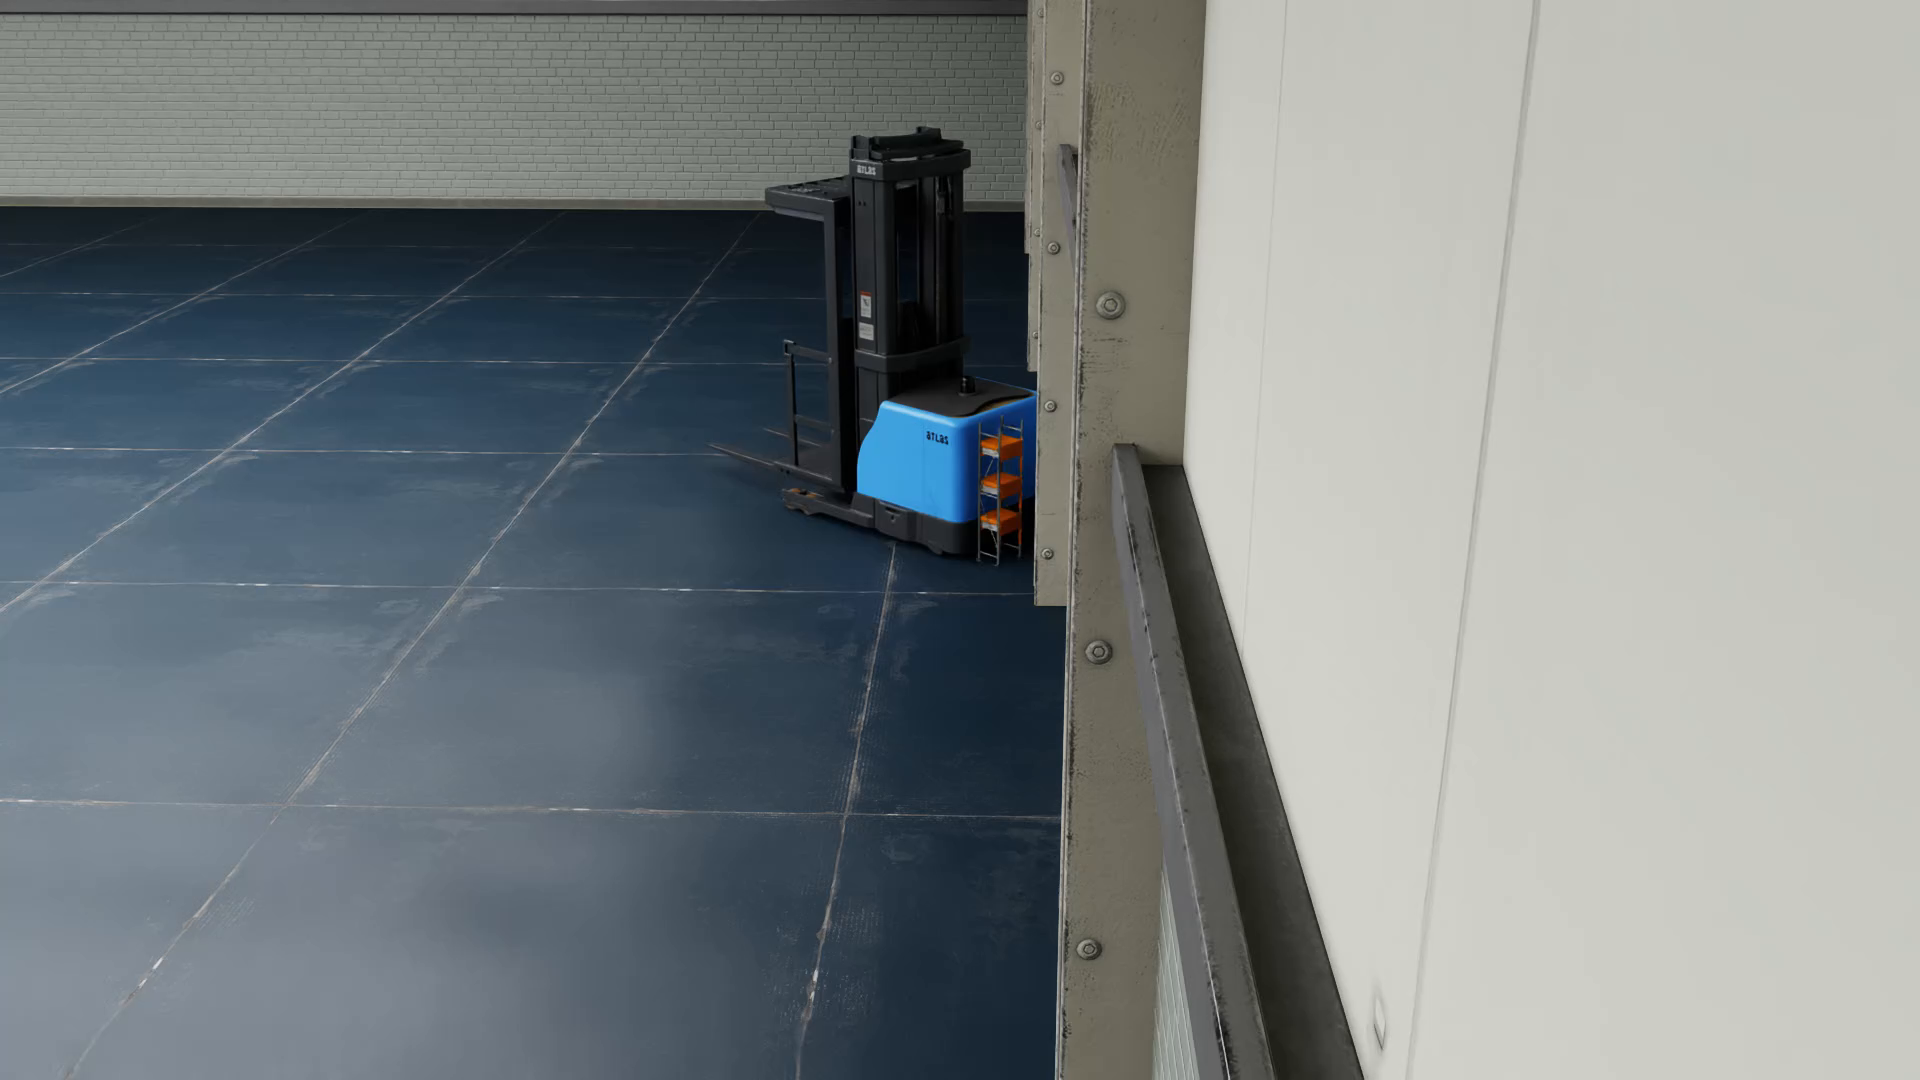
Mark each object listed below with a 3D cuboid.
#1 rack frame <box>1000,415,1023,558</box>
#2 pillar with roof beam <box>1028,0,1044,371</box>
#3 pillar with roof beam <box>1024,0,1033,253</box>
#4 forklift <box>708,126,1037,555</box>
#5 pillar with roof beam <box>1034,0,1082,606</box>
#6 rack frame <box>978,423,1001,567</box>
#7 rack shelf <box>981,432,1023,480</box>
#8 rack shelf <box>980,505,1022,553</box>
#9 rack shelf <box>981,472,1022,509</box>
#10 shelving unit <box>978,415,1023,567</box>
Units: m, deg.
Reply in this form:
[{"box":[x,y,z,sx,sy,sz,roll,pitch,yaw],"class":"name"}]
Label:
[{"box":[0.371,-0.382,12.062,0.200,1.050,0.008,18,28,39],"class":"rack frame"},{"box":[-3.450,-6.034,15.641,9.100,9.000,0.400,1,21,2],"class":"pillar with roof beam"},{"box":[-3.268,-8.204,21.232,9.100,9.000,0.400,1,21,2],"class":"pillar with roof beam"},{"box":[-0.772,-1.686,12.822,3.031,2.935,1.130,18,28,39],"class":"forklift"},{"box":[-3.633,-3.865,10.050,9.100,9.000,0.400,1,21,2],"class":"pillar with roof beam"},{"box":[0.208,-0.317,11.893,0.200,1.050,0.008,18,28,39],"class":"rack frame"},{"box":[0.290,-0.604,11.879,0.215,0.259,0.240,18,28,39],"class":"rack shelf"},{"box":[0.289,-0.081,12.082,0.215,0.259,0.240,18,28,39],"class":"rack shelf"},{"box":[0.289,-0.340,11.981,0.215,0.259,0.240,18,28,39],"class":"rack shelf"},{"box":[0.289,-0.349,11.978,0.215,1.050,0.252,18,28,39],"class":"shelving unit"}]
